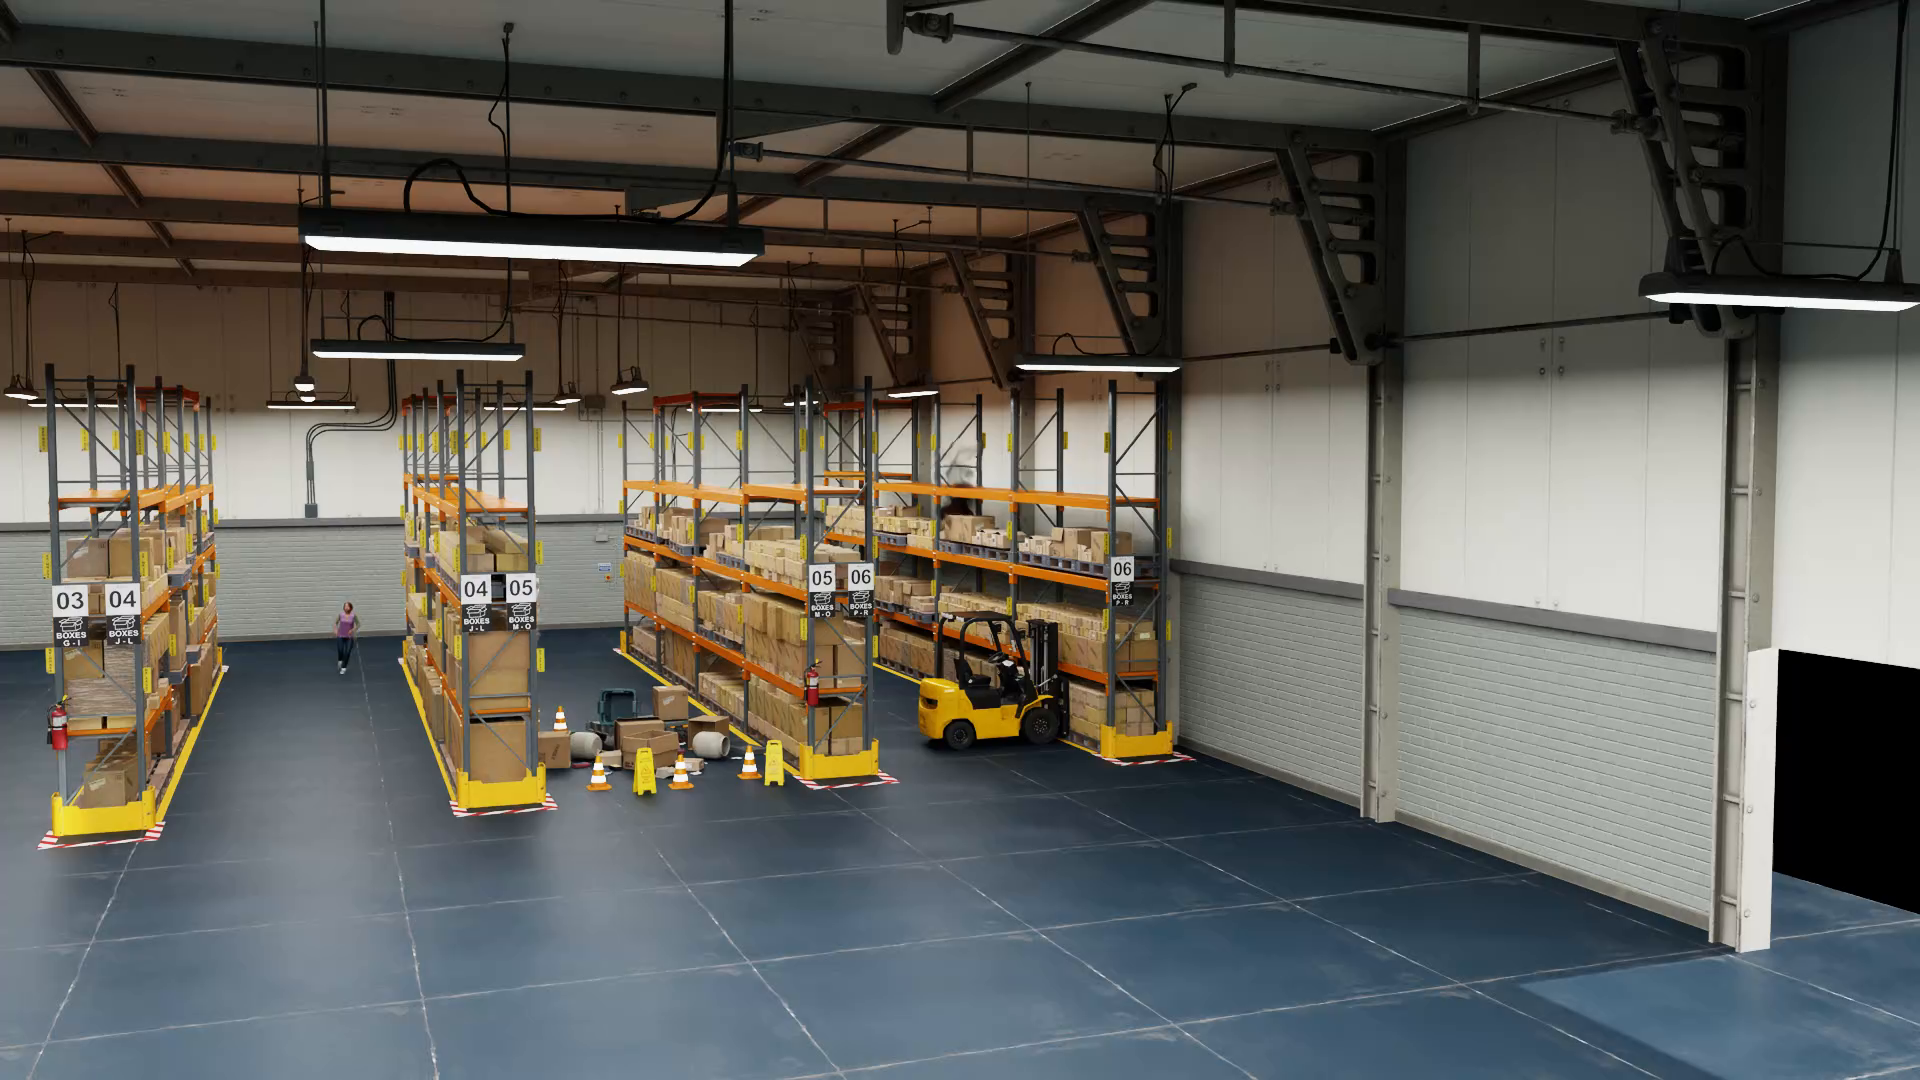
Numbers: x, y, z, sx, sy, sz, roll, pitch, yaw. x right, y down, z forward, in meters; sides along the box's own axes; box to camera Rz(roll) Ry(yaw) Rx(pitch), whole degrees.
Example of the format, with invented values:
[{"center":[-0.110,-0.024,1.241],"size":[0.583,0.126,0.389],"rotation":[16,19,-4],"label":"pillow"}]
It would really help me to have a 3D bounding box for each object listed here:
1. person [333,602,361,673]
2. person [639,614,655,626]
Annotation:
[{"center":[-13.321,2.119,36.121],"size":[0.568,1.554,0.484],"rotation":[-1,3,-15],"label":"person"},{"center":[-7.759,1.757,41.226],"size":[0.910,1.624,0.605],"rotation":[1,4,22],"label":"person"}]
